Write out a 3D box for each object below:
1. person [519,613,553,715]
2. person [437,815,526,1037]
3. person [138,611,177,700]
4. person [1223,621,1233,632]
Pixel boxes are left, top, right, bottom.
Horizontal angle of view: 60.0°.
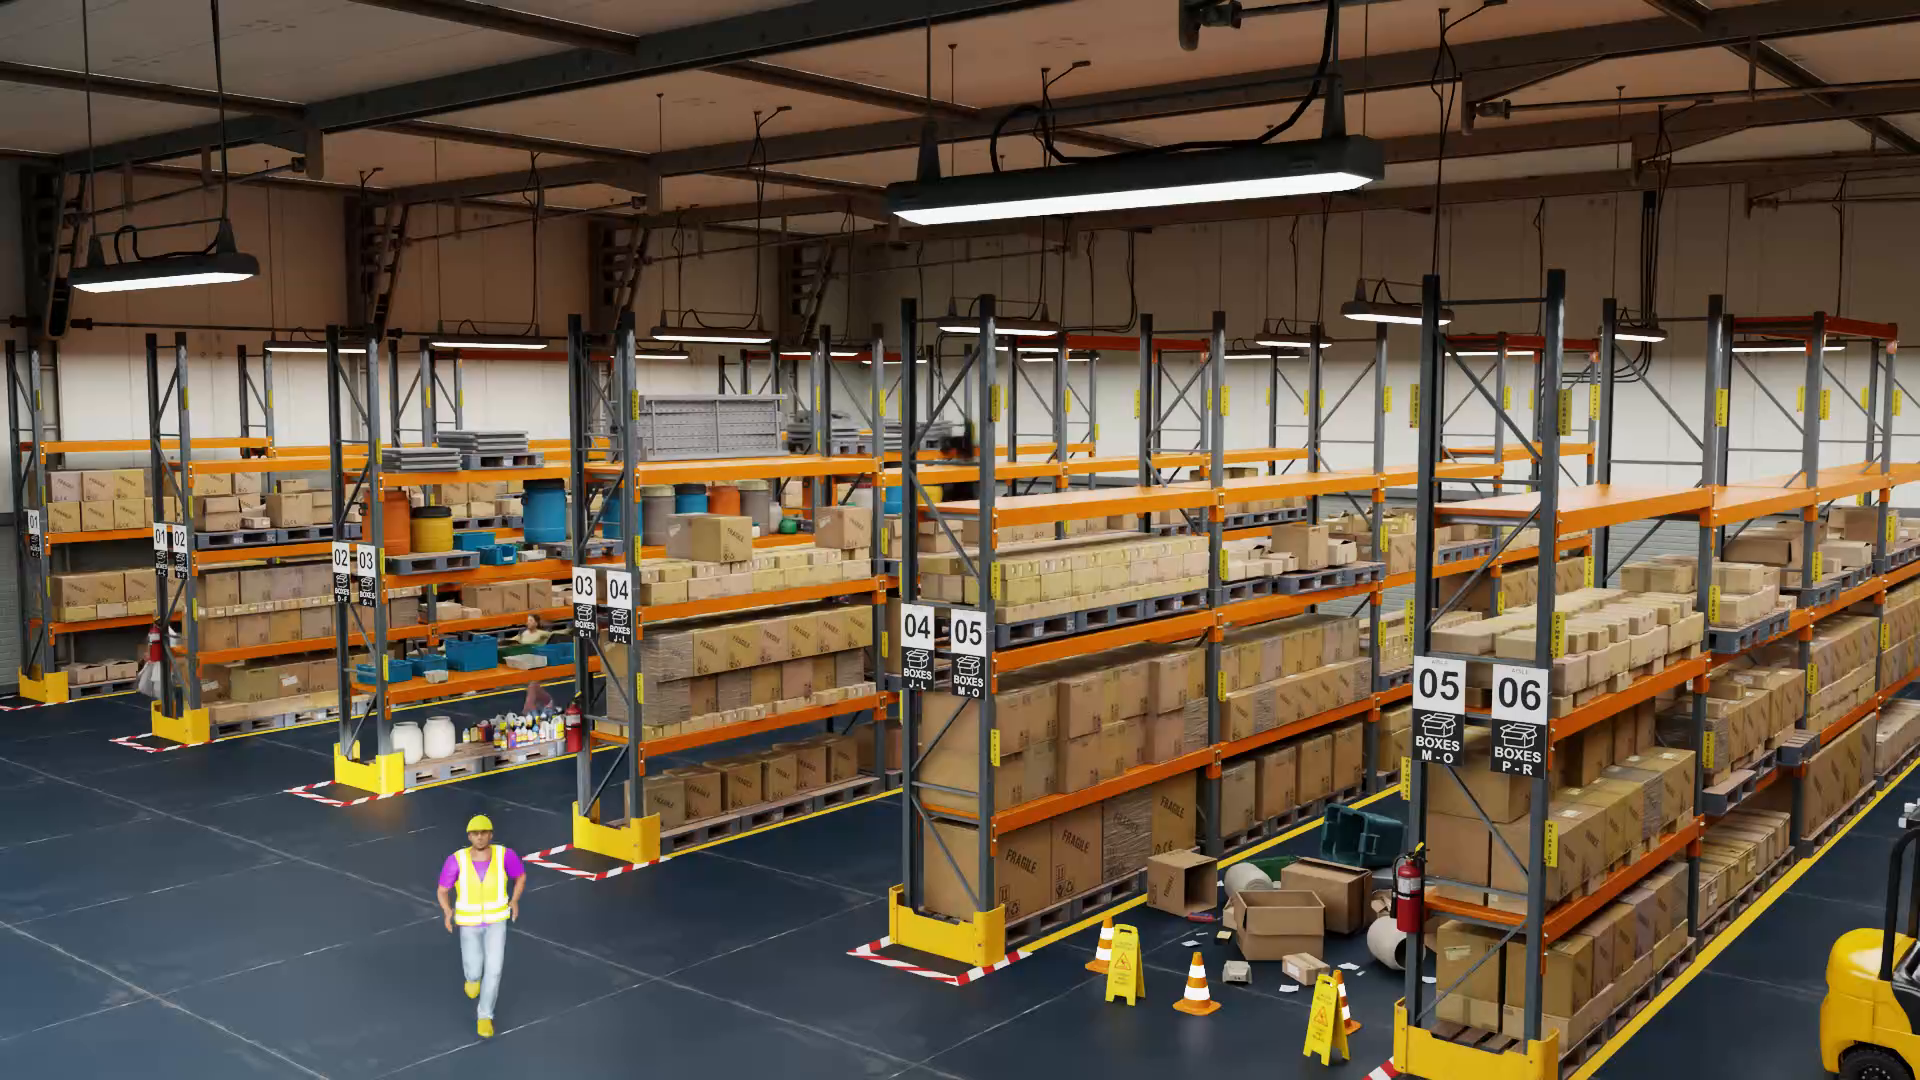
[{"bbox_3d":[-6.648,1.975,25.934,0.574,1.673,0.951,2,6,23],"label":"person"},{"bbox_3d":[-3.890,3.095,13.575,0.707,1.739,0.739,-2,5,-18],"label":"person"},{"bbox_3d":[-12.551,1.962,26.001,0.704,1.732,0.628,3,6,31],"label":"person"},{"bbox_3d":[4.013,2.033,25.272,0.664,1.742,0.602,3,6,30],"label":"person"}]
